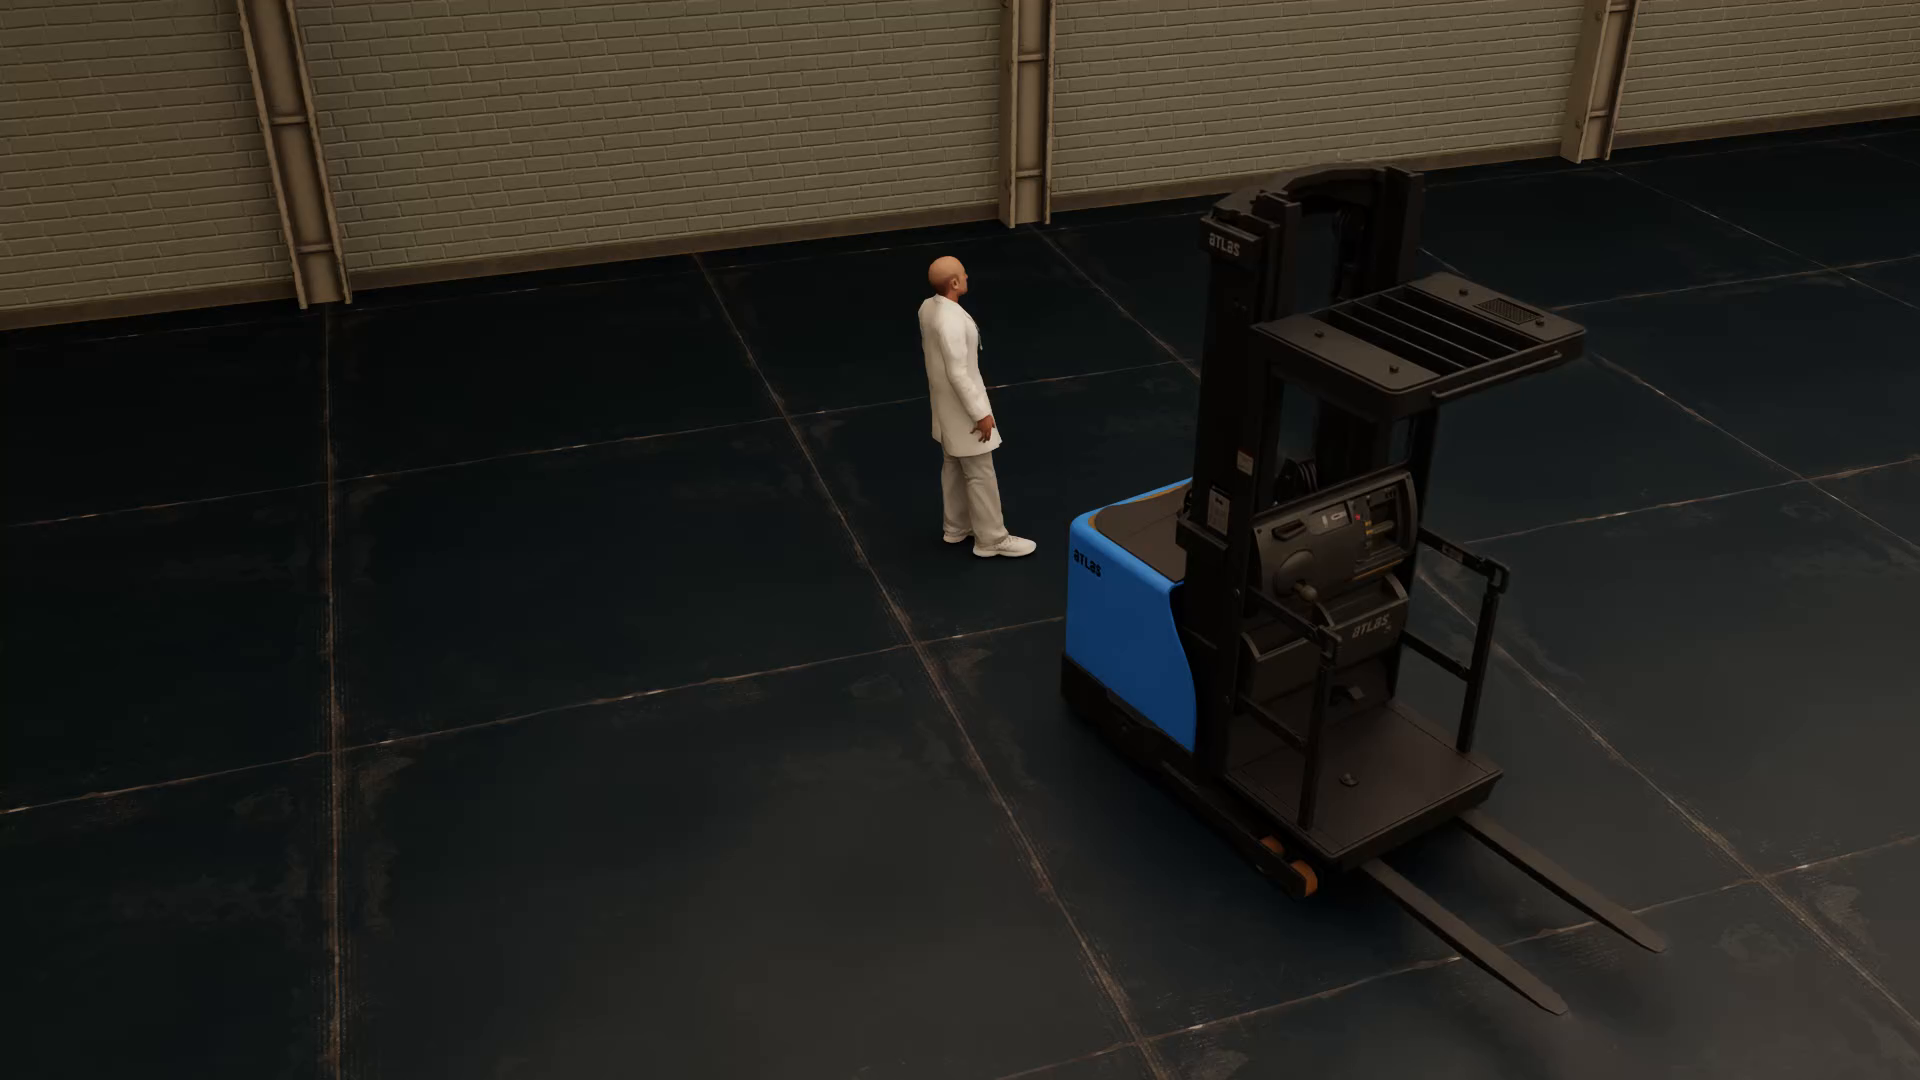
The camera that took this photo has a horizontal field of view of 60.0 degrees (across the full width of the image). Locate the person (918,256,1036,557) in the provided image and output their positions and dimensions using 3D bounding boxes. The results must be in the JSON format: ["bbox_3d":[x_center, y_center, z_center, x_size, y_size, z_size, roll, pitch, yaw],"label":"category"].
[{"bbox_3d":[0.088,-0.790,9.601,0.578,1.777,0.698,-10,31,-16],"label":"person"}]

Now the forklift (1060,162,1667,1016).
[{"bbox_3d":[1.748,0.031,7.033,1.130,2.935,3.031,-18,35,-29],"label":"forklift"}]
